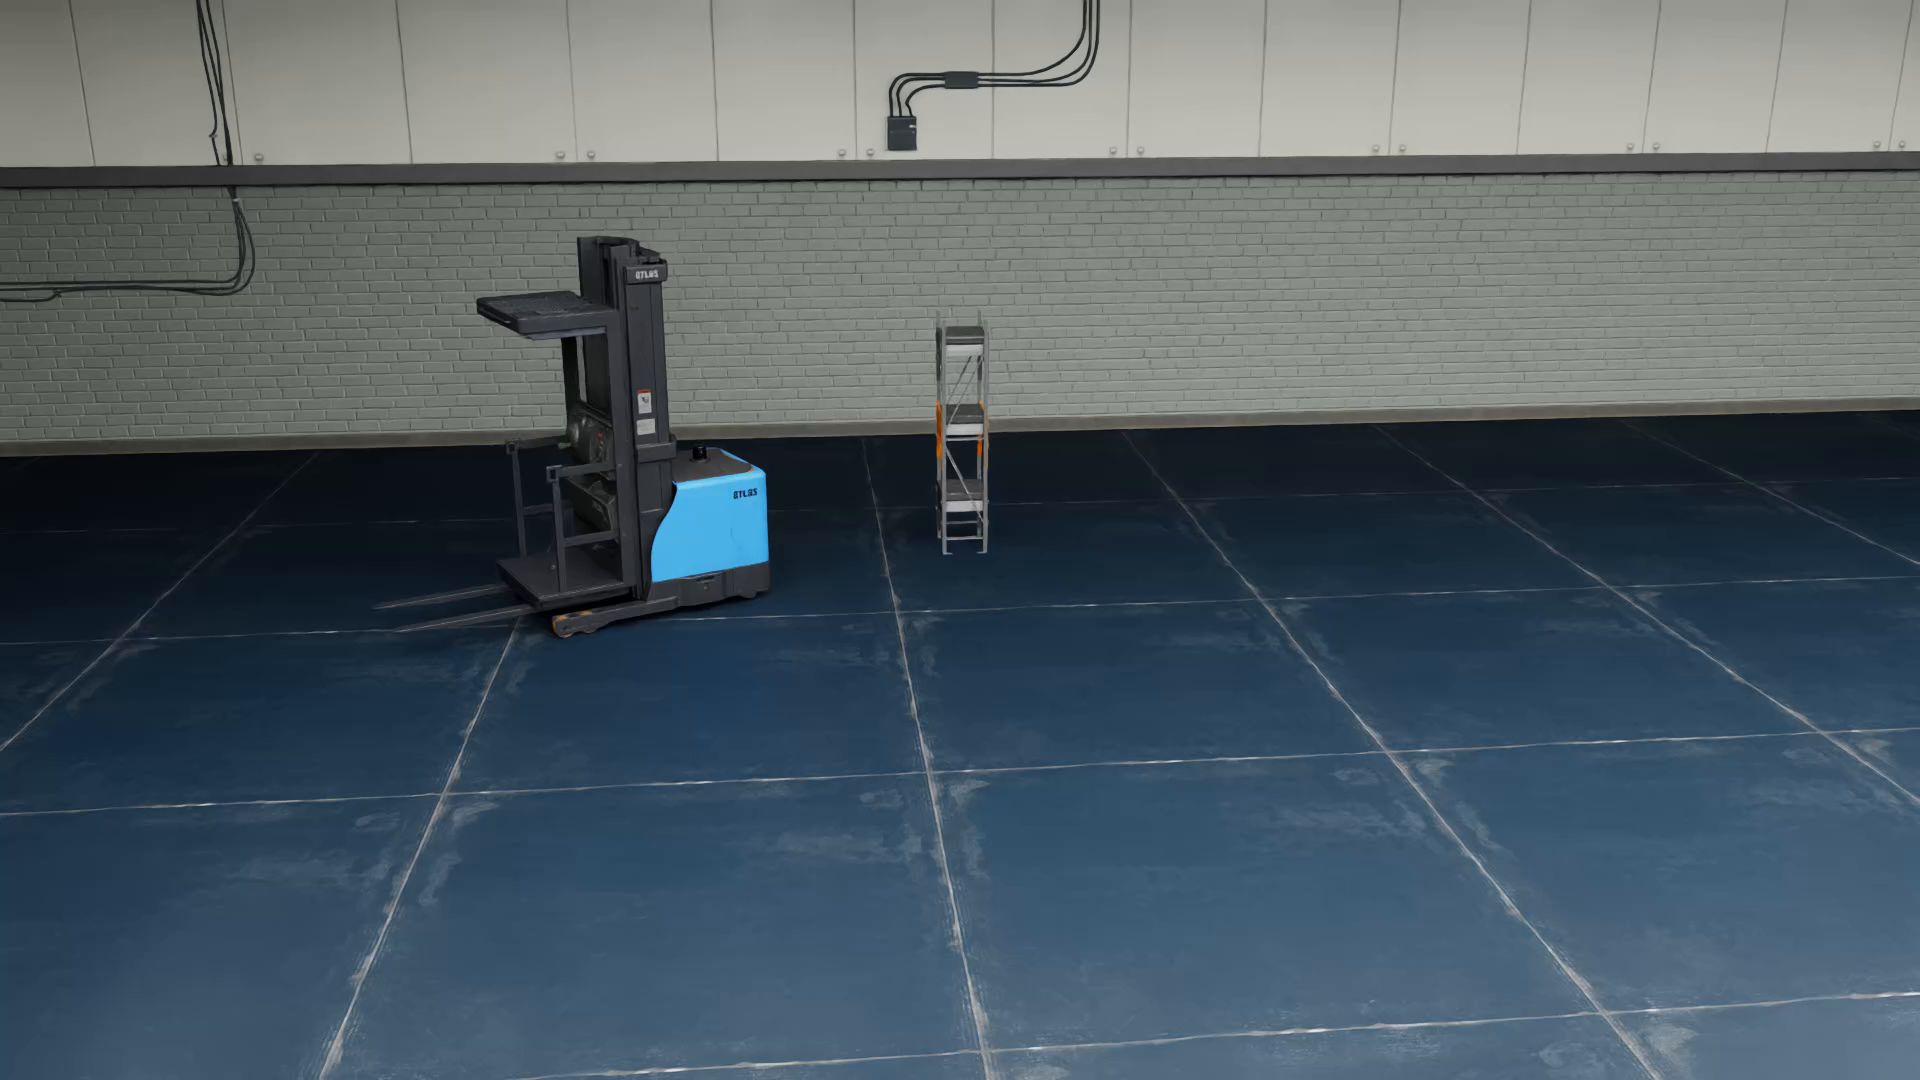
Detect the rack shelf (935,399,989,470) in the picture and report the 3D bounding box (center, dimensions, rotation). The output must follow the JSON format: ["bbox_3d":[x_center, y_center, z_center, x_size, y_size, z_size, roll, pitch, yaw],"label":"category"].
[{"bbox_3d":[0.017,-0.939,14.782,0.431,0.518,0.480,-2,18,-6],"label":"rack shelf"}]

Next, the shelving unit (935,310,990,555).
[{"bbox_3d":[0.017,-0.952,14.778,0.431,2.100,0.503,-2,18,-6],"label":"shelving unit"}]

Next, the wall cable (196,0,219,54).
[{"bbox_3d":[-6.386,-6.248,16.880,3.097,2.526,0.112,-2,18,-6],"label":"wall cable"}]

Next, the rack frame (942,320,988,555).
[{"bbox_3d":[0.042,-0.880,14.547,0.400,2.100,0.015,-2,18,-6],"label":"rack frame"}]

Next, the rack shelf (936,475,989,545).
[{"bbox_3d":[0.017,-0.272,14.992,0.431,0.518,0.480,-2,18,-6],"label":"rack shelf"}]

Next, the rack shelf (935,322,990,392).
[{"bbox_3d":[0.017,-1.607,14.573,0.431,0.518,0.480,-2,18,-6],"label":"rack shelf"}]

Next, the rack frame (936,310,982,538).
[{"bbox_3d":[-0.008,-1.025,15.010,0.400,2.100,0.015,-2,18,-6],"label":"rack frame"}]

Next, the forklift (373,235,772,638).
[{"bbox_3d":[-3.085,-0.825,12.984,3.031,2.935,1.130,-11,20,-30],"label":"forklift"}]

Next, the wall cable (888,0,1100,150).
[{"bbox_3d":[0.368,-7.147,17.315,2.305,6.003,0.169,-2,18,-6],"label":"wall cable"}]

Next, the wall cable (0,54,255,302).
[{"bbox_3d":[-9.077,-3.755,17.371,3.097,2.526,0.112,-2,18,-6],"label":"wall cable"}]
